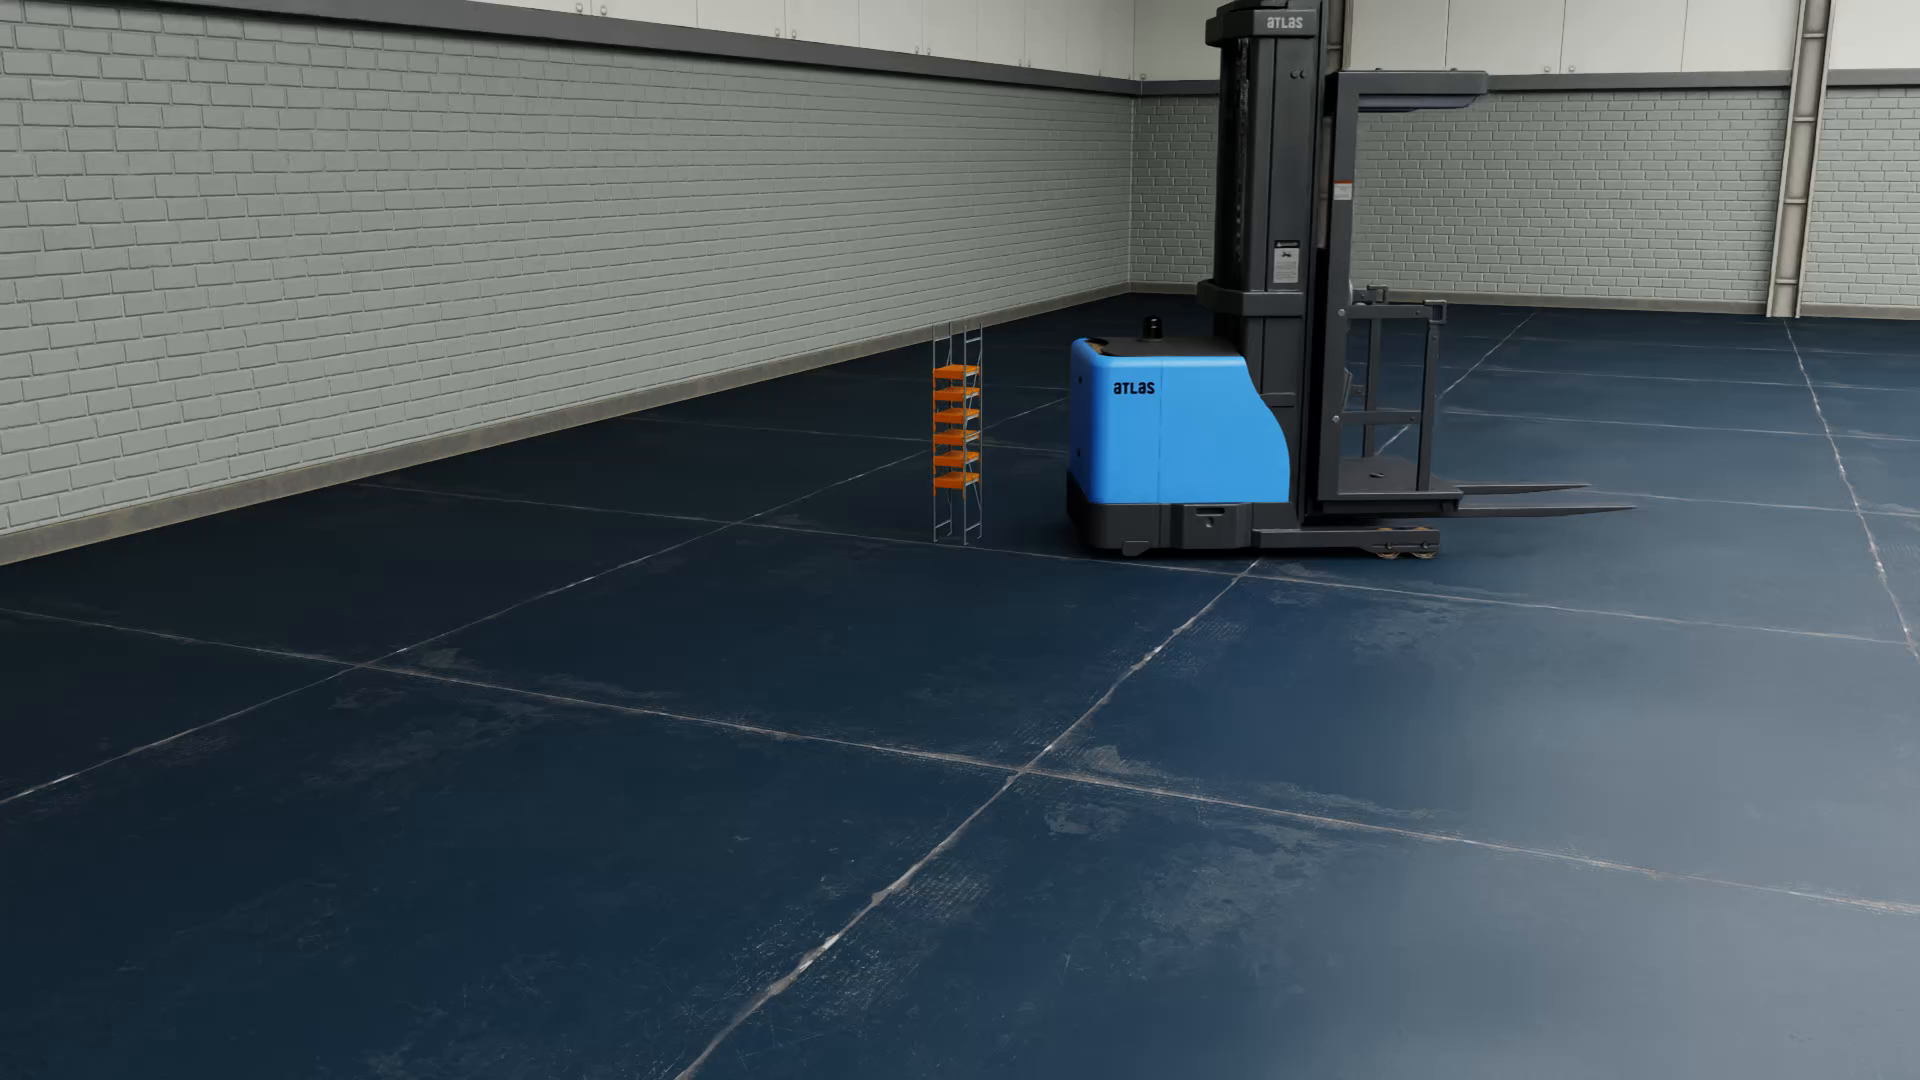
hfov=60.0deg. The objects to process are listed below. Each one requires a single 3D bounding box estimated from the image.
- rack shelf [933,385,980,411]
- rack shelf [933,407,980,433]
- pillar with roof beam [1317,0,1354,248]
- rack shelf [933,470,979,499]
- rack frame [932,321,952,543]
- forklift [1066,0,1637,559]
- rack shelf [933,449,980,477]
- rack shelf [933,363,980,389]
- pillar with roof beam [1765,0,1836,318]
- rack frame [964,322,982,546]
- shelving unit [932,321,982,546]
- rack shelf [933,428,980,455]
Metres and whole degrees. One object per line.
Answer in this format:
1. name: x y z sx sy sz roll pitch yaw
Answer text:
1. rack shelf: -0.013 -0.776 9.079 0.180 0.103 0.258 6 14 23
2. rack shelf: -0.013 -0.659 9.106 0.180 0.103 0.258 6 14 23
3. pillar with roof beam: 3.505 -6.959 19.213 0.400 9.000 9.100 6 14 23
4. rack shelf: -0.013 -0.309 9.188 0.180 0.103 0.258 6 14 23
5. rack frame: -0.097 -0.594 9.160 0.006 1.200 0.240 6 14 23
6. forklift: 2.154 -1.447 9.004 3.031 2.935 1.130 -1 13 -3
7. rack shelf: -0.013 -0.425 9.161 0.180 0.103 0.258 6 14 23
8. rack shelf: -0.013 -0.893 9.051 0.180 0.103 0.258 6 14 23
9. pillar with roof beam: 8.990 -6.404 16.847 0.400 9.000 9.100 6 14 23
10. rack frame: 0.070 -0.577 9.087 0.006 1.200 0.240 6 14 23
11. shelving unit: -0.013 -0.585 9.123 0.189 1.200 0.258 6 14 23
12. rack shelf: -0.013 -0.542 9.134 0.180 0.103 0.258 6 14 23
